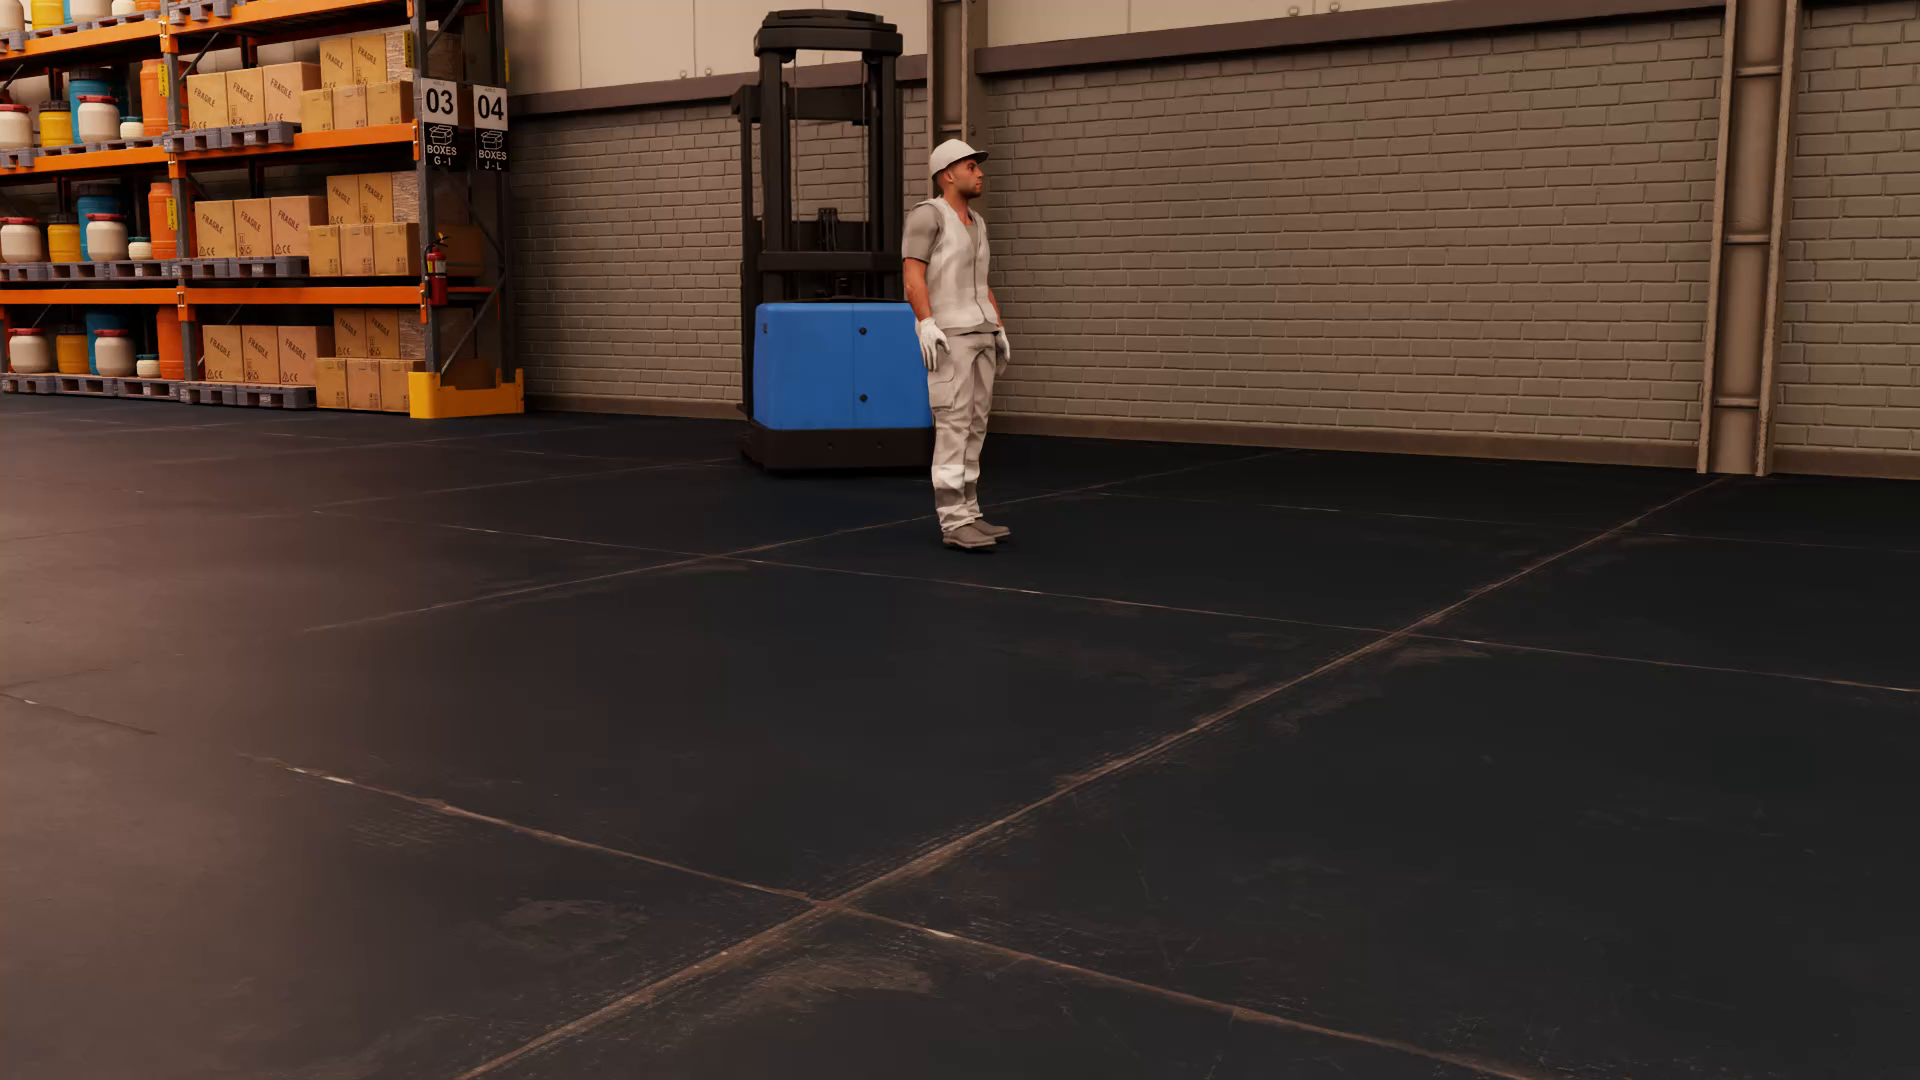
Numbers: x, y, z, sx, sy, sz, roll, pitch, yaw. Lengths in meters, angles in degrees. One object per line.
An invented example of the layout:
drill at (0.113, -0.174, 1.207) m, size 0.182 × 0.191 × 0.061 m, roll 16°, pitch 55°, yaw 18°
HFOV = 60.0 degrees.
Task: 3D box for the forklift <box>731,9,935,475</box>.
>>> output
forklift at (-0.978, -2.031, 11.479) m, size 1.130 × 2.935 × 3.031 m, roll -2°, pitch 8°, yaw -13°

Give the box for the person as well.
person at (0.061, -0.885, 7.423) m, size 0.562 × 1.789 × 0.638 m, roll 5°, pitch 10°, yaw 34°
